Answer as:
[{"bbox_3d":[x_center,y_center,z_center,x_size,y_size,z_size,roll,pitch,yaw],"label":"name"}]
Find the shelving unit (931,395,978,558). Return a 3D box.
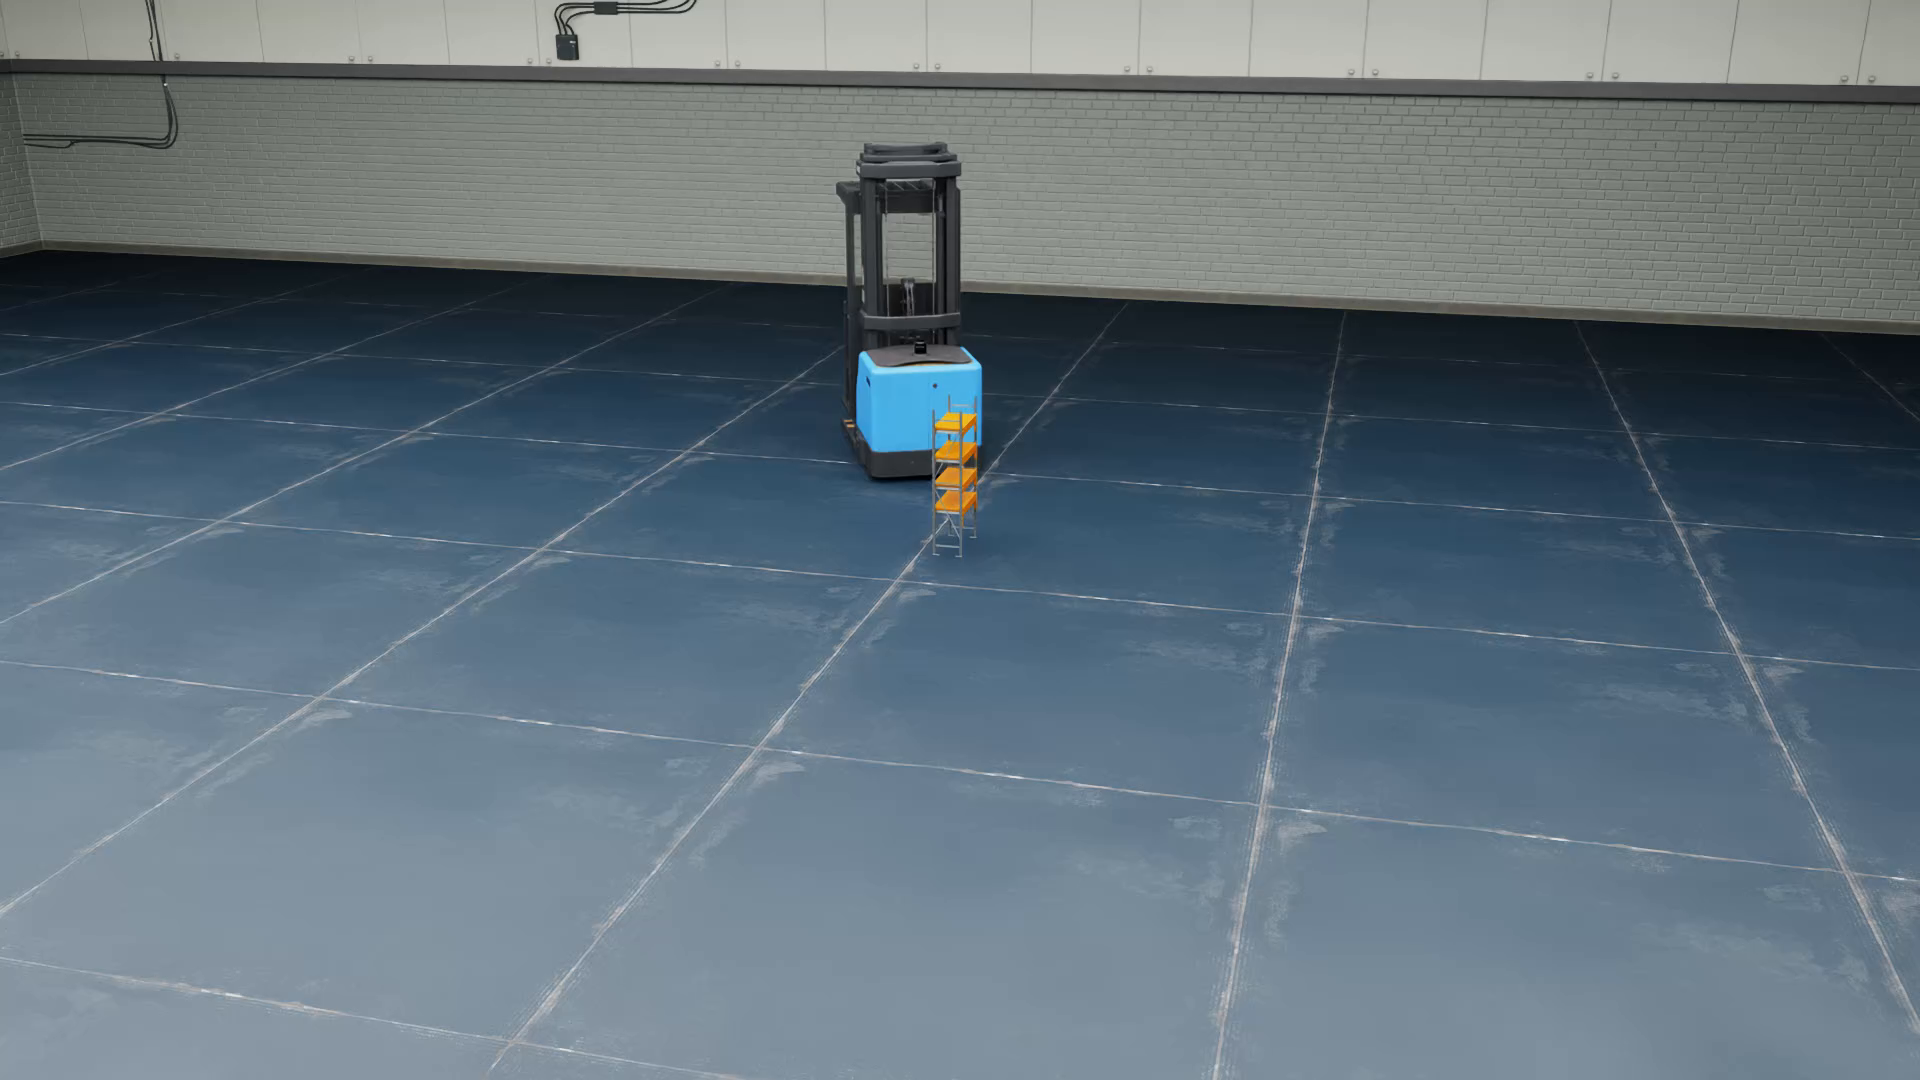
[{"bbox_3d":[-0.040,-0.516,13.342,0.258,1.200,0.503,5,19,13],"label":"shelving unit"}]

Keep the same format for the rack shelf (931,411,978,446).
[{"bbox_3d":[-0.040,-0.888,13.215,0.258,0.148,0.480,5,19,13],"label":"rack shelf"}]

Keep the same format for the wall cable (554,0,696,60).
[{"bbox_3d":[-4.846,-9.887,23.451,2.305,6.003,0.169,5,19,13],"label":"wall cable"}]

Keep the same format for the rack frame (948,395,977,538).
[{"bbox_3d":[0.019,-0.592,13.566,0.240,1.200,0.015,5,19,13],"label":"rack frame"}]

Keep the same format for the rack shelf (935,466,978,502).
[{"bbox_3d":[-0.040,-0.452,13.363,0.258,0.148,0.480,5,19,13],"label":"rack shelf"}]

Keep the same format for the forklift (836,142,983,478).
[{"bbox_3d":[-0.585,-2.392,16.156,1.130,2.935,3.031,-4,19,-11],"label":"forklift"}]

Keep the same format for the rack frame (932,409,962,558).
[{"bbox_3d":[-0.100,-0.439,13.118,0.240,1.200,0.015,5,19,13],"label":"rack frame"}]

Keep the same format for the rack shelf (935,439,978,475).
[{"bbox_3d":[-0.040,-0.664,13.291,0.258,0.148,0.480,5,19,13],"label":"rack shelf"}]

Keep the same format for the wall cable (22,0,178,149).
[{"bbox_3d":[-14.048,-7.563,26.712,3.097,2.526,0.112,5,19,13],"label":"wall cable"}]

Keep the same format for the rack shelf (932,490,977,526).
[{"bbox_3d":[-0.040,-0.264,13.428,0.258,0.148,0.480,5,19,13],"label":"rack shelf"}]
